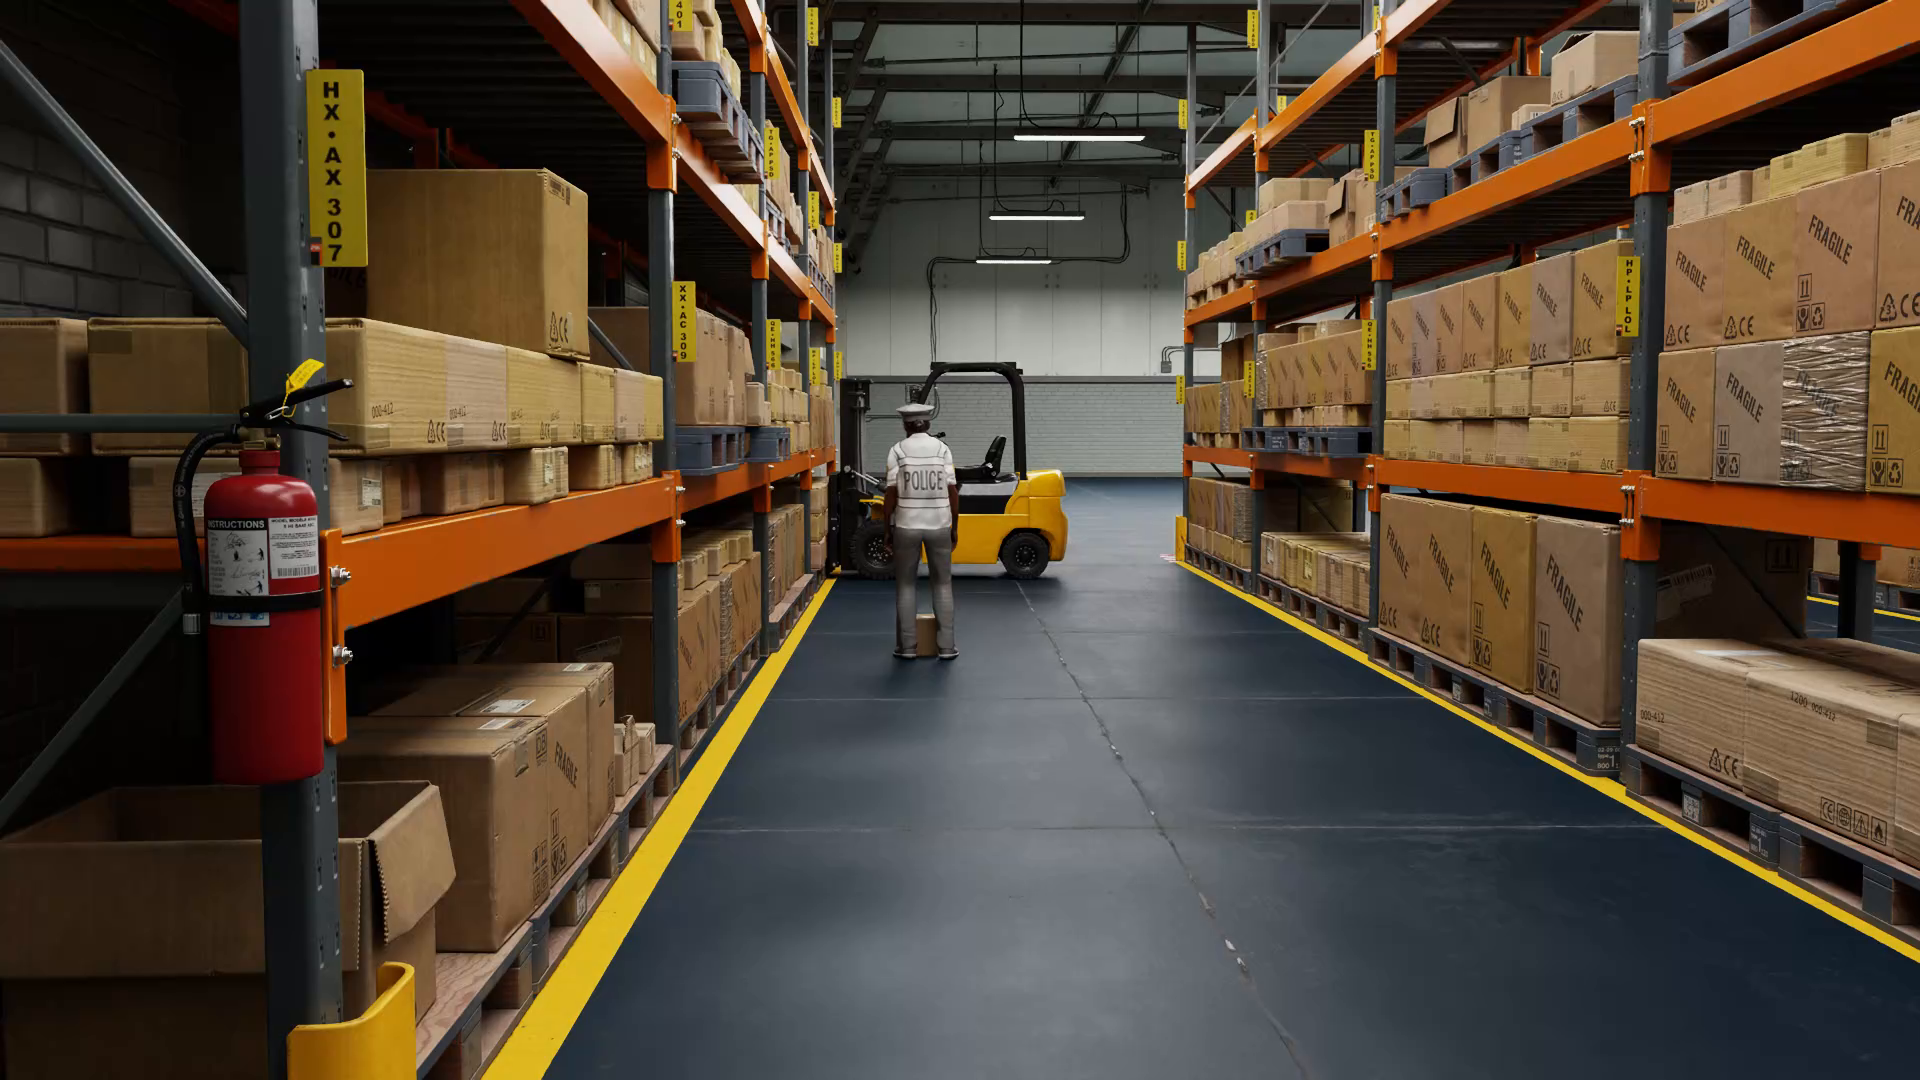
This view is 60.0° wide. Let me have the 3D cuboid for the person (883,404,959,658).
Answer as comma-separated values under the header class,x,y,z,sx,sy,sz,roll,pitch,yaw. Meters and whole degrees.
class,x,y,z,sx,sy,sz,roll,pitch,yaw
person,-0.250,-0.054,10.821,0.509,1.657,0.425,-1,4,-9
